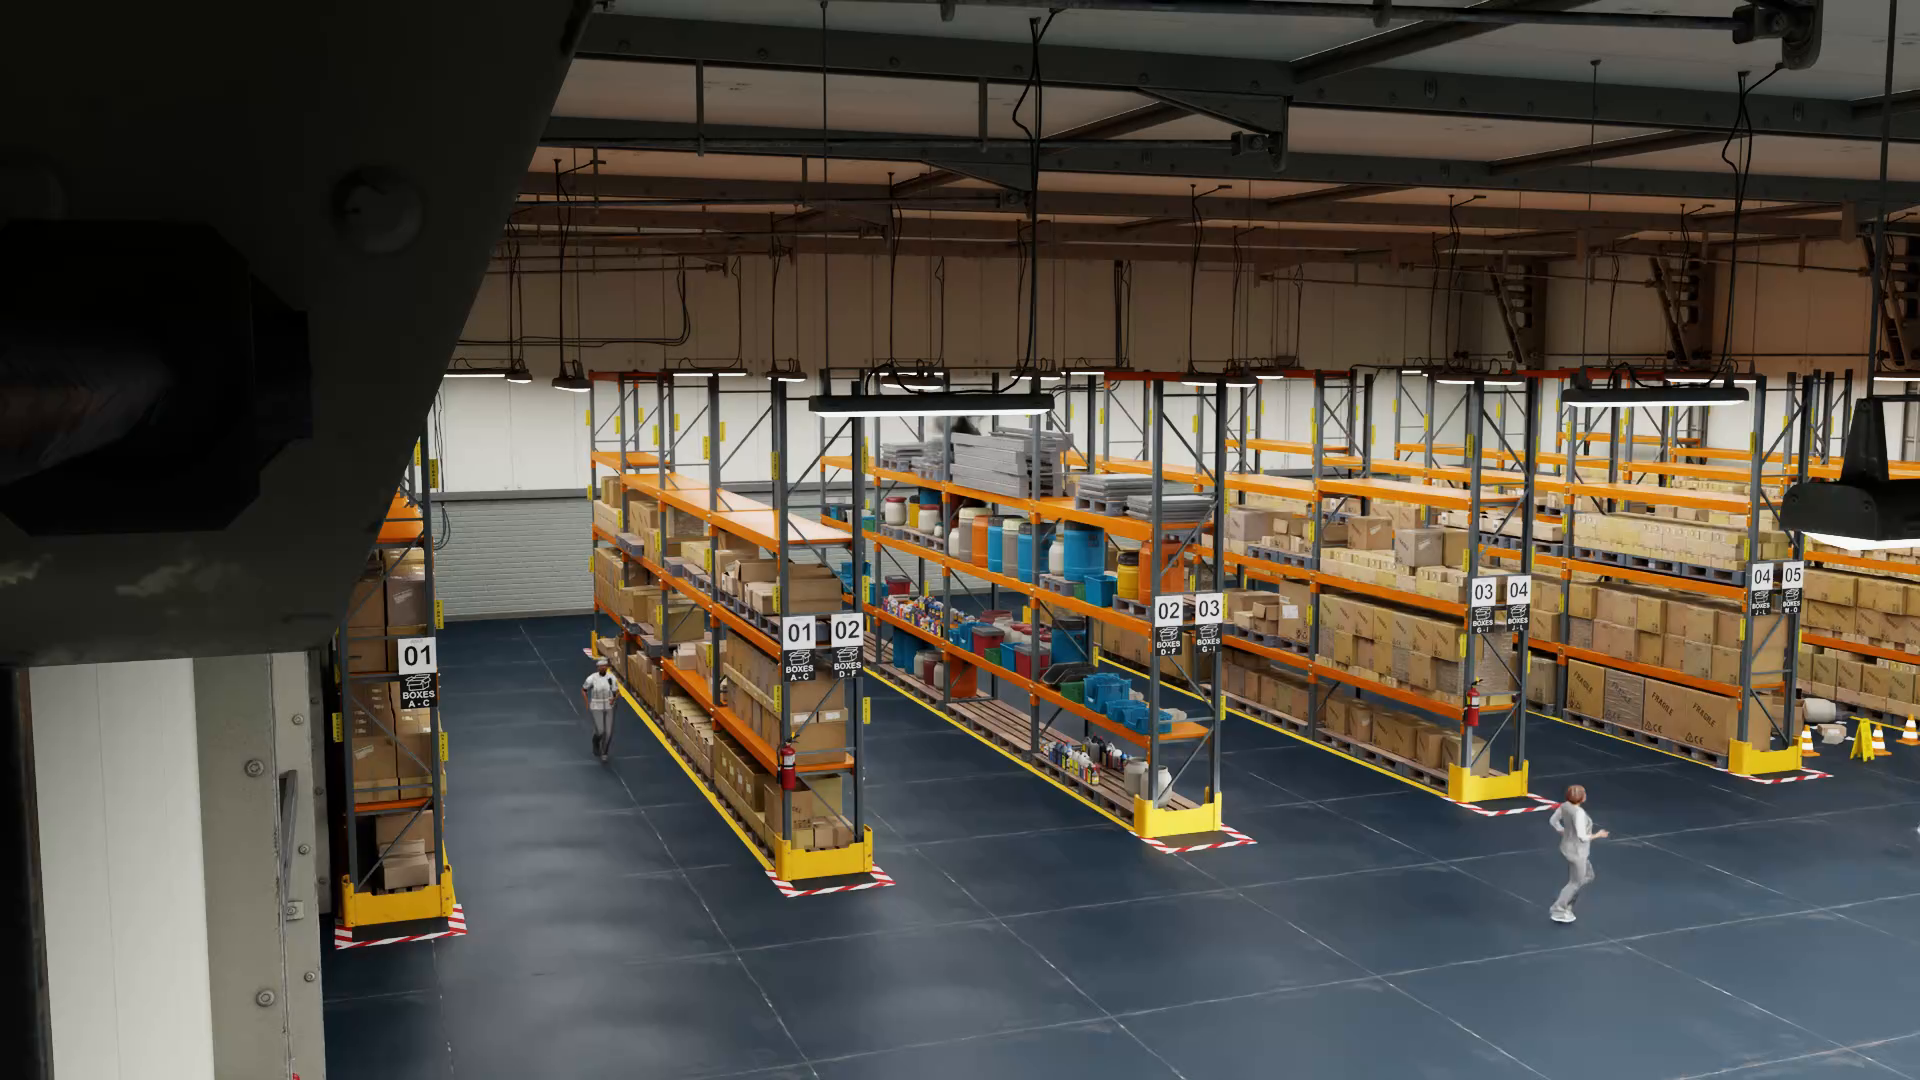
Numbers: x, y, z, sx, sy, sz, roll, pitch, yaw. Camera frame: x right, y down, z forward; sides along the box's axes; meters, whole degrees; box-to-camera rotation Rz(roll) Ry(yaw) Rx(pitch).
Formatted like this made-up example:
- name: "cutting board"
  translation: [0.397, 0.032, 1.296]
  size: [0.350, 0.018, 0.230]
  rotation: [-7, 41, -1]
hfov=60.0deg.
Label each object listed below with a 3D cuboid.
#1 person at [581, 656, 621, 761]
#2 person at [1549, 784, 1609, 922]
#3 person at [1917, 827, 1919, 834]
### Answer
- name: "person"
  translation: [-5.541, 2.626, 25.826]
  size: [0.573, 1.653, 0.556]
  rotation: [-3, 7, -23]
- name: "person"
  translation: [6.875, 3.481, 18.484]
  size: [0.596, 1.575, 0.517]
  rotation: [0, 6, 2]
- name: "person"
  translation: [12.561, 3.170, 20.899]
  size: [0.938, 1.661, 0.630]
  rotation: [2, 7, 17]
